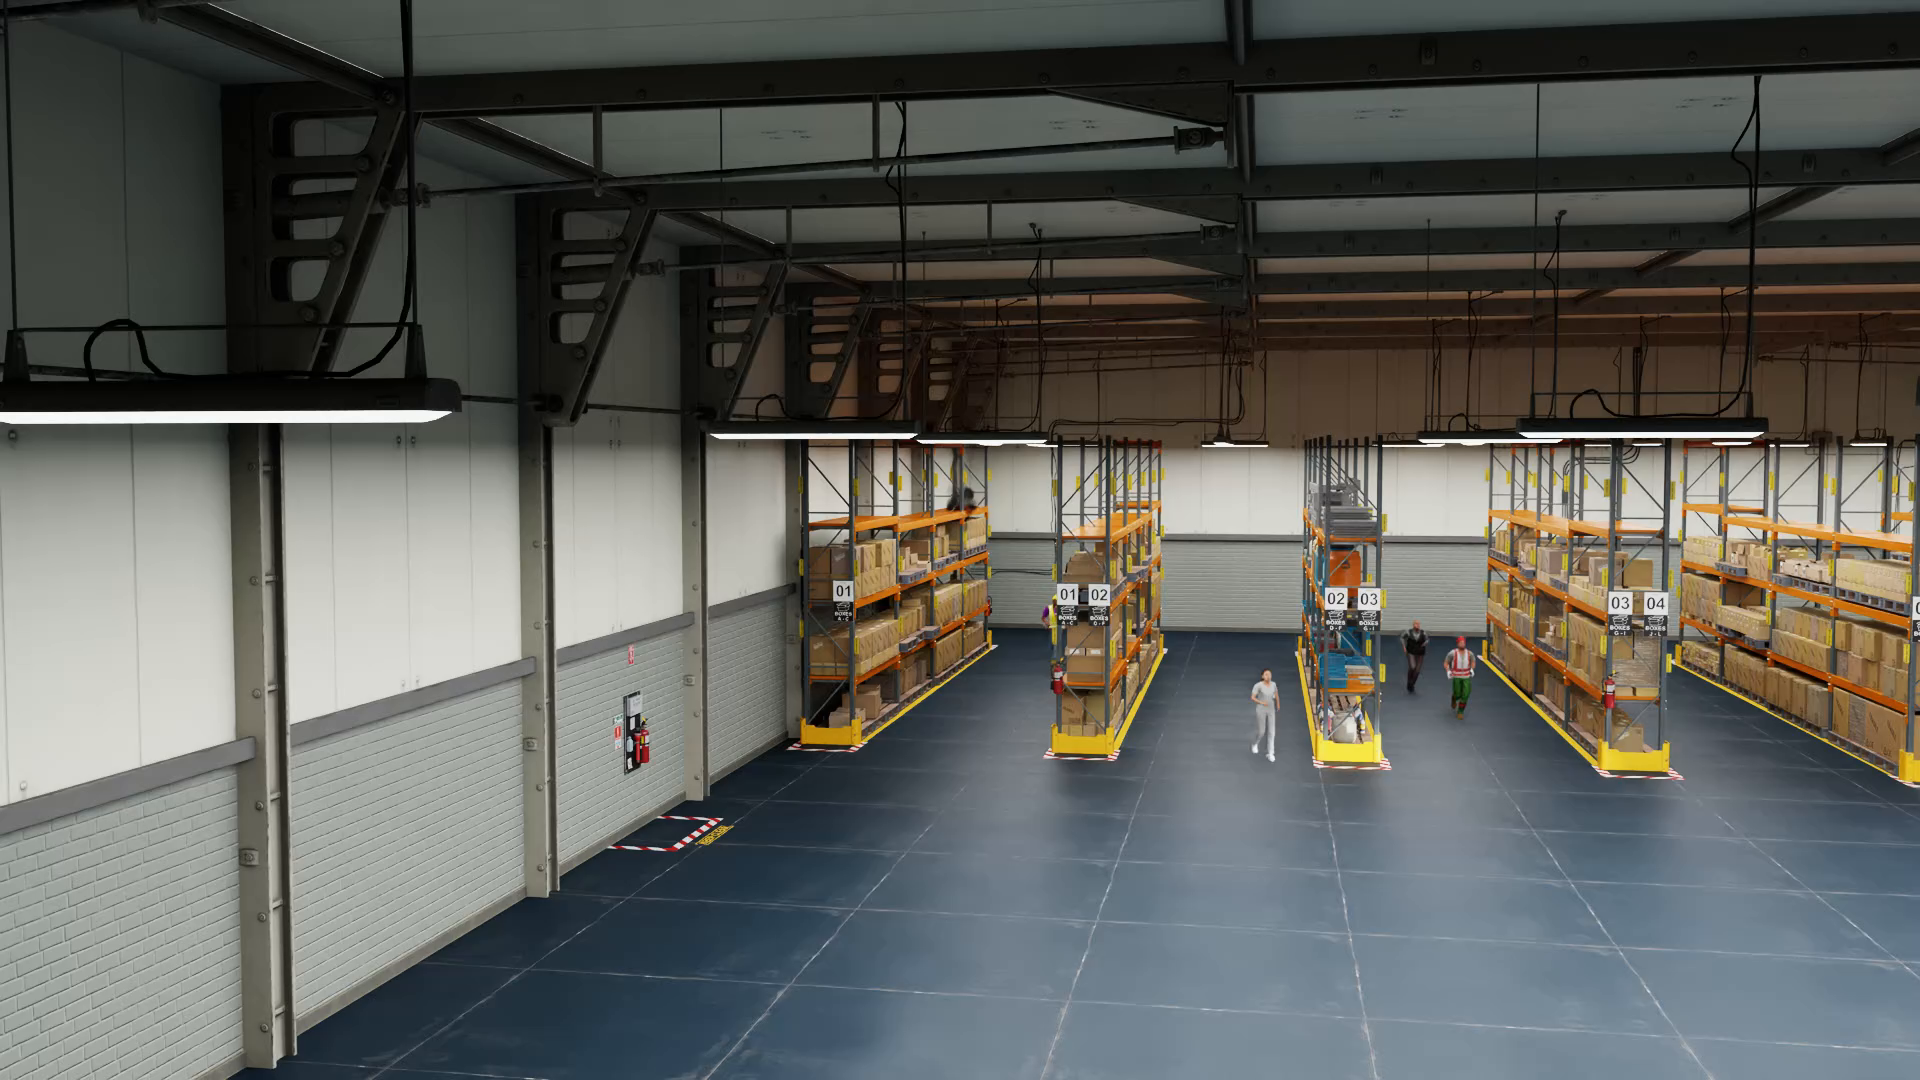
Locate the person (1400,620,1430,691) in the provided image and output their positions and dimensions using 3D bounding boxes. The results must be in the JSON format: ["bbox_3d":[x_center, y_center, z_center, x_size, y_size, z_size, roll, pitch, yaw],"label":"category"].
[{"bbox_3d":[10.801,2.736,39.434,0.649,1.697,0.726,0,3,0],"label":"person"}]

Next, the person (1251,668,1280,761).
[{"bbox_3d":[5.677,3.219,30.943,0.587,1.676,0.844,-1,3,-12],"label":"person"}]

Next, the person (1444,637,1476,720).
[{"bbox_3d":[10.719,2.941,35.602,0.670,1.752,0.584,0,3,2],"label":"person"}]

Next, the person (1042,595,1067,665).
[{"bbox_3d":[2.446,2.287,42.530,0.726,1.760,0.895,0,3,9],"label":"person"}]
